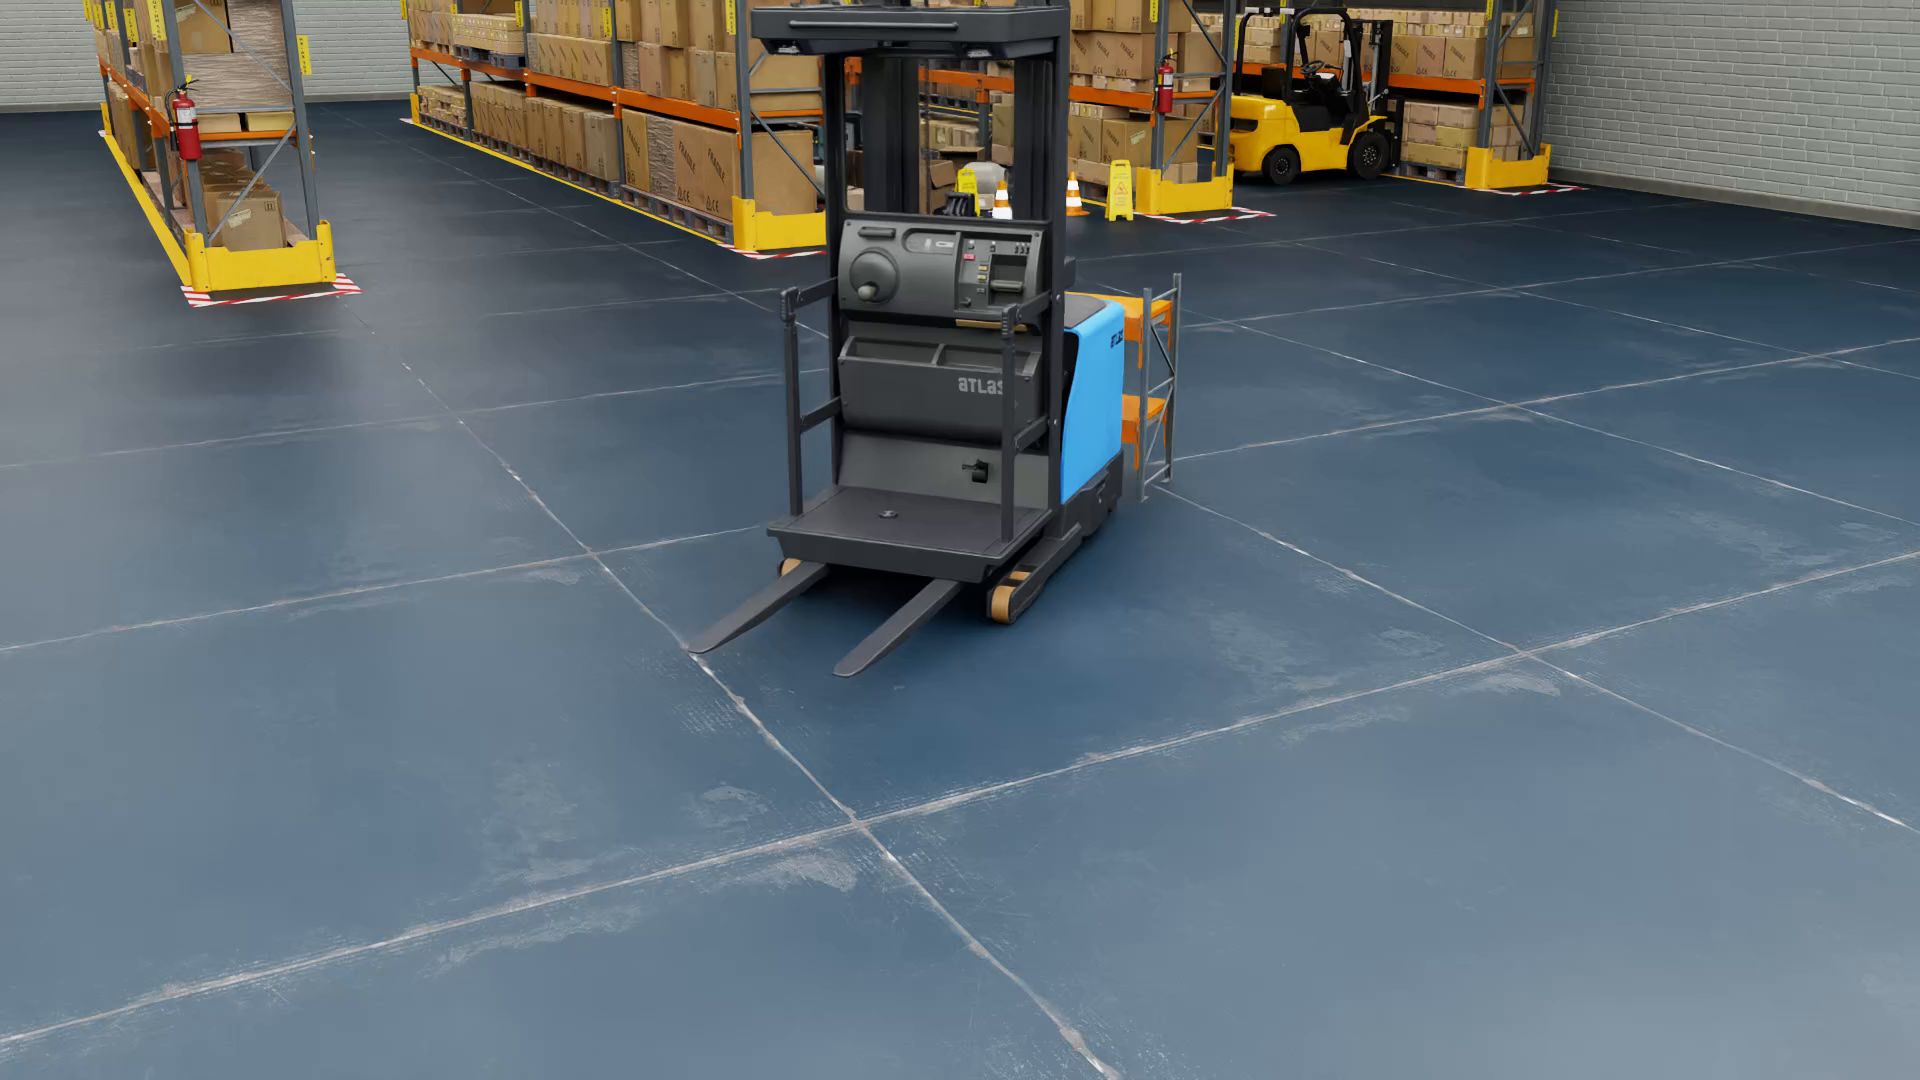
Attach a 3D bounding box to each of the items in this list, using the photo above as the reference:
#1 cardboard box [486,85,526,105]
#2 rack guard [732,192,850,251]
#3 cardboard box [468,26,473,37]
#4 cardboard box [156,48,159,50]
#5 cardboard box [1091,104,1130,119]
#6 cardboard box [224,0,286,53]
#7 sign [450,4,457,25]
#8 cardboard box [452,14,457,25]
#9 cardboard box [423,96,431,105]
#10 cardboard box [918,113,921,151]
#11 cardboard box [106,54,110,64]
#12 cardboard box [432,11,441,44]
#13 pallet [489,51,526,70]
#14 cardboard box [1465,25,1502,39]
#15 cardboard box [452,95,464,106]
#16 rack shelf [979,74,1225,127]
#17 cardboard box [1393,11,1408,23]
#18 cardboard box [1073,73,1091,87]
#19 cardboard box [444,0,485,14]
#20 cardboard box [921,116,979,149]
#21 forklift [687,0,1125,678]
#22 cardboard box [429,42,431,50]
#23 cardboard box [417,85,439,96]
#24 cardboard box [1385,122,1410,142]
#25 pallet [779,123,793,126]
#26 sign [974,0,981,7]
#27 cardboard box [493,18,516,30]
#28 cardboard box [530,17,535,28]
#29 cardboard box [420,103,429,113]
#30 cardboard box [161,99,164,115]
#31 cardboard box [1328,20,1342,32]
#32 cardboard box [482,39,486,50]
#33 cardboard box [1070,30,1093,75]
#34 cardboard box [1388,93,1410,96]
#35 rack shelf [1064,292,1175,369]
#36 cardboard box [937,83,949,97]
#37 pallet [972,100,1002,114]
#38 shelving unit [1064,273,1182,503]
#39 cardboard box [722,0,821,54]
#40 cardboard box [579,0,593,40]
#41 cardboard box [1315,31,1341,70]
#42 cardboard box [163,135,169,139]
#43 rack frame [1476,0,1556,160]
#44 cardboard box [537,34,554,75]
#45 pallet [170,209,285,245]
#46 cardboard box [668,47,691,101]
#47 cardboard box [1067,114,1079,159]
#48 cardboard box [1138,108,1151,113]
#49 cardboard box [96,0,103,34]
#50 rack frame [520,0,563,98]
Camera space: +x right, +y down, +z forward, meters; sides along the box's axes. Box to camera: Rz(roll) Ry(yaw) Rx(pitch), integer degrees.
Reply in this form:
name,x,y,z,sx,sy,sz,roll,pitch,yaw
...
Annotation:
name,x,y,z,sx,sy,sz,roll,pitch,yaw
cardboard box,-6.781,-6.667,24.893,0.500,0.250,0.500,-9,21,-25
rack guard,-1.683,-3.215,16.682,1.175,0.500,0.348,-10,21,-27
cardboard box,-7.109,-7.585,24.799,0.380,0.149,0.250,-9,21,-24
cardboard box,-6.887,-4.289,15.355,0.875,0.500,0.500,-10,21,-27
cardboard box,1.770,-5.044,19.577,0.380,0.149,0.250,-9,21,-25
cardboard box,-6.129,-4.525,14.504,0.500,0.500,0.500,-10,21,-27
sign,-7.867,-8.171,25.886,0.100,0.325,0.005,-10,21,-27
cardboard box,-7.611,-8.025,25.619,0.380,0.149,0.250,-9,21,-24
cardboard box,-9.189,-7.711,29.149,0.380,0.149,0.250,-10,21,-27
cardboard box,-0.838,-5.240,21.388,0.500,0.500,0.500,-10,21,-27
cardboard box,-12.239,-7.027,24.283,0.380,0.149,0.250,-10,21,-26
cardboard box,-8.352,-8.424,27.335,0.500,0.500,0.500,-10,21,-27
pallet,-5.926,-6.798,23.526,1.213,0.211,1.003,-10,21,-27
cardboard box,6.569,-6.379,20.872,0.380,0.149,0.250,-10,21,-26
cardboard box,-8.072,-7.180,27.155,0.380,0.149,0.250,-10,22,-27
rack shelf,1.664,-5.433,20.382,1.077,0.370,4.000,-10,21,-27
cardboard box,5.931,-6.885,21.881,0.380,0.149,0.250,-10,21,-26
cardboard box,1.579,-5.511,19.889,0.380,0.149,0.250,-10,22,-27
cardboard box,-7.854,-8.602,26.319,0.500,0.500,0.500,-11,22,-29
cardboard box,-0.213,-5.859,23.898,0.950,0.372,0.625,-9,21,-25
forklift,-0.167,-1.181,7.060,1.130,2.935,3.031,7,20,20
cardboard box,-8.838,-8.447,28.398,0.380,0.149,0.250,-10,22,-27
cardboard box,-9.343,-7.926,29.316,0.380,0.149,0.250,-11,22,-29
cardboard box,5.982,-5.486,22.237,0.500,0.250,0.500,-11,22,-28
pallet,-2.652,-7.116,28.430,1.003,0.211,1.213,-10,21,-27
sign,0.228,-6.808,21.487,0.100,0.325,0.005,-10,21,-27
cardboard box,-6.371,-7.278,23.455,0.380,0.149,0.250,-9,21,-25
cardboard box,-6.040,-7.525,24.170,0.380,0.149,0.250,-9,21,-24
cardboard box,-9.325,-7.648,29.422,0.380,0.149,0.250,-10,21,-26
cardboard box,-7.446,-4.157,15.965,0.380,0.149,0.250,-10,21,-27
cardboard box,5.325,-7.112,22.997,0.380,0.149,0.250,-9,21,-25
cardboard box,-6.737,-7.219,24.196,0.380,0.149,0.250,-9,21,-25
cardboard box,1.645,-5.789,19.700,0.500,0.500,0.500,-10,21,-27
cardboard box,5.967,-6.087,23.212,0.500,0.250,0.500,-10,21,-26
rack shelf,0.586,-1.148,8.836,1.000,0.278,0.538,9,21,25
cardboard box,-0.039,-9.138,33.202,0.700,0.500,0.500,-9,21,-24
pallet,0.957,-8.293,31.842,1.003,0.211,1.213,-10,21,-27
shelving unit,0.586,-0.871,8.932,1.048,1.125,0.538,9,21,25
cardboard box,-1.837,-5.097,16.420,0.875,0.550,0.550,-10,21,-27
cardboard box,-4.321,-6.506,20.701,0.700,0.500,0.500,-10,21,-26
cardboard box,5.324,-6.850,23.231,0.500,0.500,0.500,-10,21,-26
cardboard box,-9.296,-4.641,20.139,0.700,0.500,0.500,-12,22,-31
rack frame,6.980,-5.969,20.832,1.000,3.000,0.127,-10,21,-27
cardboard box,-5.274,-6.431,22.017,0.500,0.500,0.500,-10,22,-27
pallet,-7.657,-3.307,17.392,1.003,0.211,1.213,-10,21,-27
cardboard box,-2.634,-5.054,17.951,0.875,0.550,0.500,-10,21,-27
cardboard box,1.520,-4.937,20.263,0.500,0.500,0.500,-11,22,-28
cardboard box,3.466,-7.161,27.281,0.875,0.625,0.625,-9,21,-25
cardboard box,-12.494,-7.768,24.670,0.500,0.500,0.500,-10,21,-26
rack frame,-5.493,-6.700,22.950,1.000,3.000,0.127,-10,21,-27
